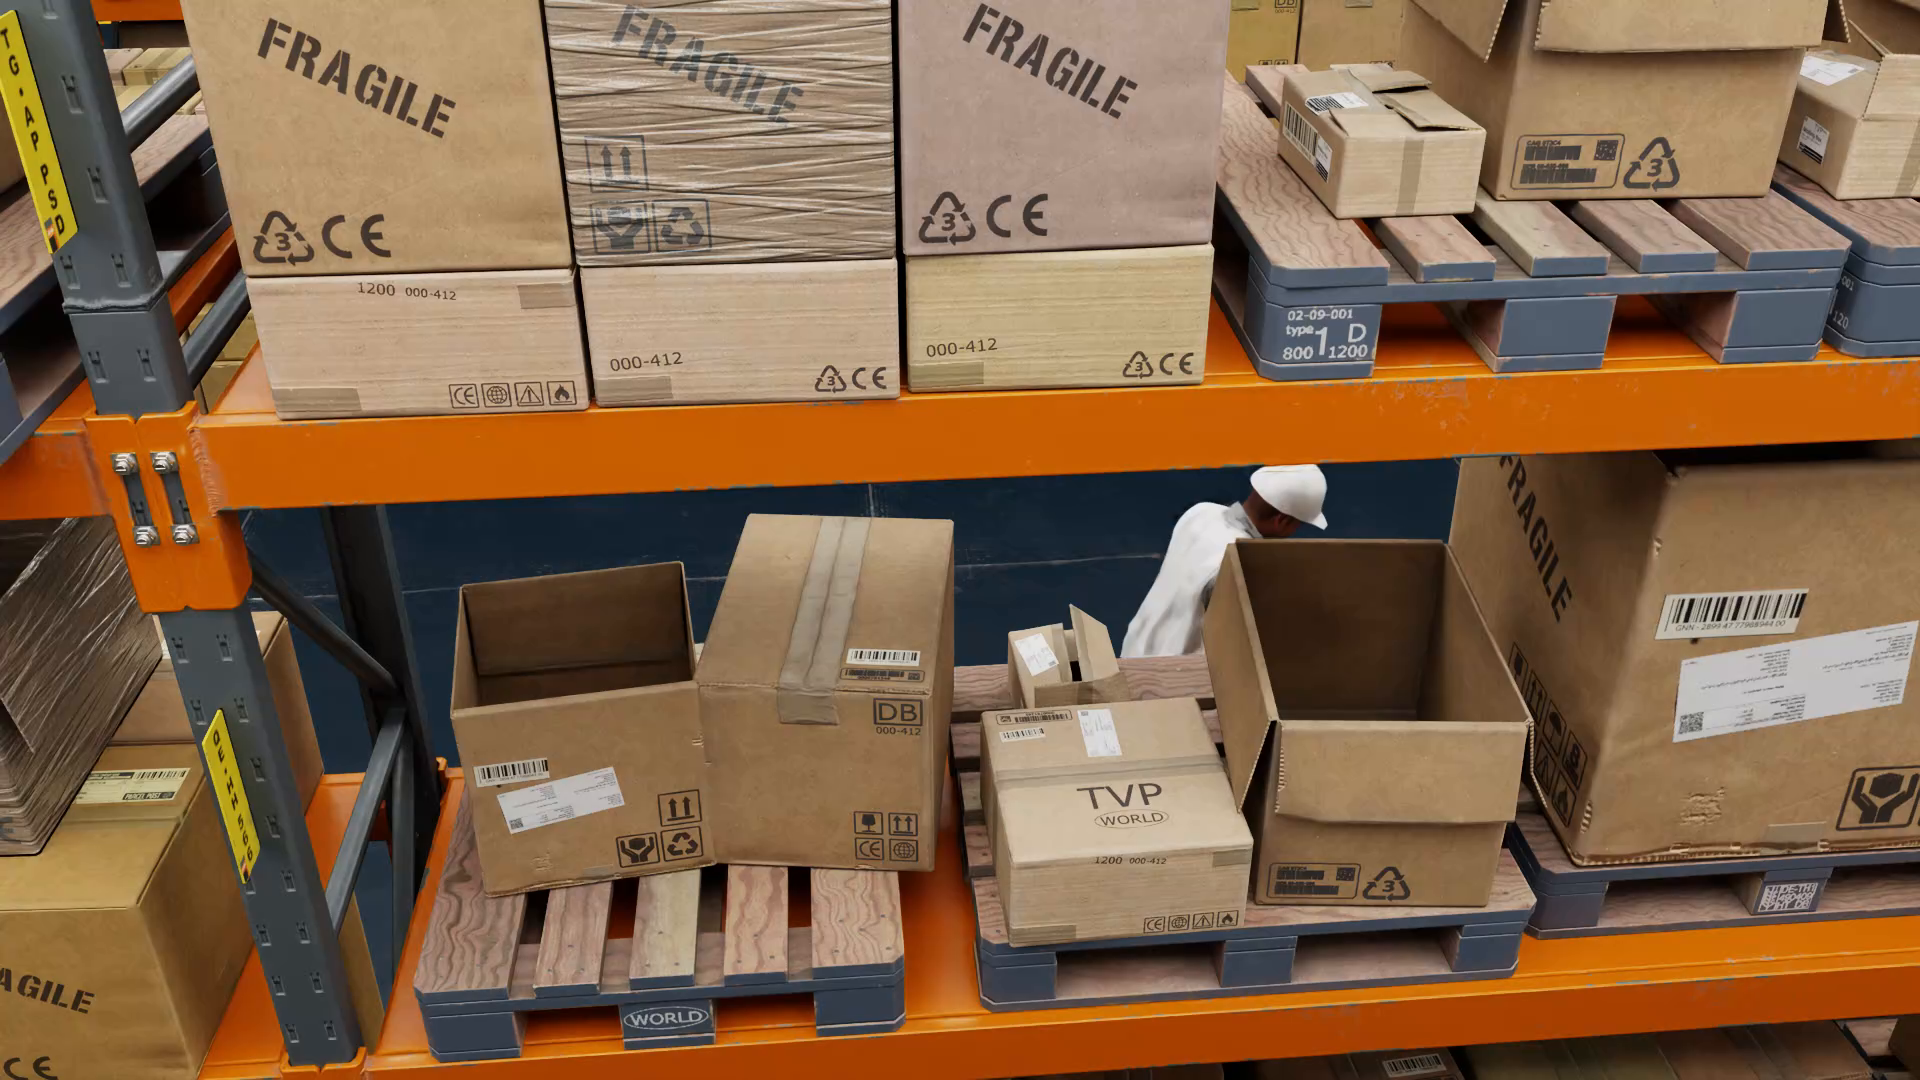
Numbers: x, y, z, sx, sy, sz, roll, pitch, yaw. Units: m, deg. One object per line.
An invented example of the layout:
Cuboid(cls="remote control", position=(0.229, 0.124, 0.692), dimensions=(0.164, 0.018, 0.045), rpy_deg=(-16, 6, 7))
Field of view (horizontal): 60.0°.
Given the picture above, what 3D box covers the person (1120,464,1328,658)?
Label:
Cuboid(cls="person", position=(0.847, 0.446, 5.534), dimensions=(0.627, 1.607, 0.583), rpy_deg=(-2, 31, -4))
